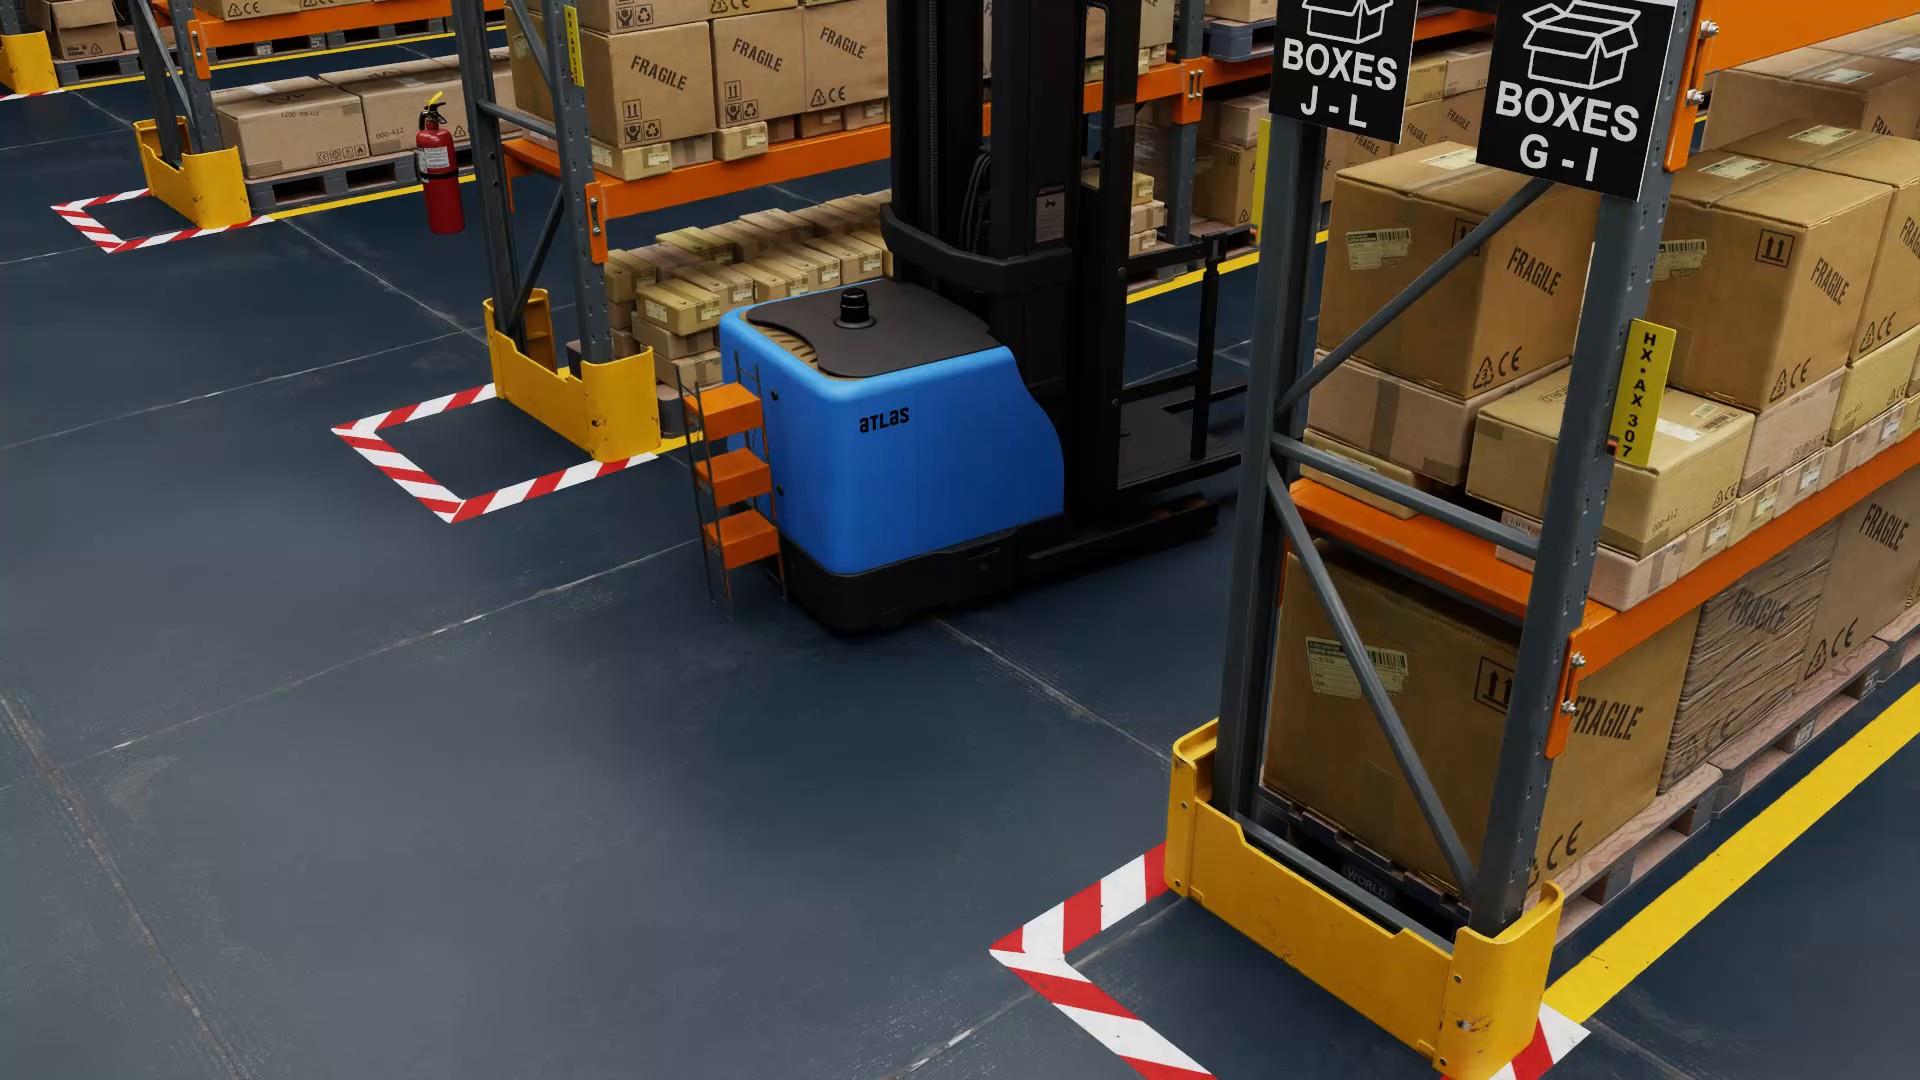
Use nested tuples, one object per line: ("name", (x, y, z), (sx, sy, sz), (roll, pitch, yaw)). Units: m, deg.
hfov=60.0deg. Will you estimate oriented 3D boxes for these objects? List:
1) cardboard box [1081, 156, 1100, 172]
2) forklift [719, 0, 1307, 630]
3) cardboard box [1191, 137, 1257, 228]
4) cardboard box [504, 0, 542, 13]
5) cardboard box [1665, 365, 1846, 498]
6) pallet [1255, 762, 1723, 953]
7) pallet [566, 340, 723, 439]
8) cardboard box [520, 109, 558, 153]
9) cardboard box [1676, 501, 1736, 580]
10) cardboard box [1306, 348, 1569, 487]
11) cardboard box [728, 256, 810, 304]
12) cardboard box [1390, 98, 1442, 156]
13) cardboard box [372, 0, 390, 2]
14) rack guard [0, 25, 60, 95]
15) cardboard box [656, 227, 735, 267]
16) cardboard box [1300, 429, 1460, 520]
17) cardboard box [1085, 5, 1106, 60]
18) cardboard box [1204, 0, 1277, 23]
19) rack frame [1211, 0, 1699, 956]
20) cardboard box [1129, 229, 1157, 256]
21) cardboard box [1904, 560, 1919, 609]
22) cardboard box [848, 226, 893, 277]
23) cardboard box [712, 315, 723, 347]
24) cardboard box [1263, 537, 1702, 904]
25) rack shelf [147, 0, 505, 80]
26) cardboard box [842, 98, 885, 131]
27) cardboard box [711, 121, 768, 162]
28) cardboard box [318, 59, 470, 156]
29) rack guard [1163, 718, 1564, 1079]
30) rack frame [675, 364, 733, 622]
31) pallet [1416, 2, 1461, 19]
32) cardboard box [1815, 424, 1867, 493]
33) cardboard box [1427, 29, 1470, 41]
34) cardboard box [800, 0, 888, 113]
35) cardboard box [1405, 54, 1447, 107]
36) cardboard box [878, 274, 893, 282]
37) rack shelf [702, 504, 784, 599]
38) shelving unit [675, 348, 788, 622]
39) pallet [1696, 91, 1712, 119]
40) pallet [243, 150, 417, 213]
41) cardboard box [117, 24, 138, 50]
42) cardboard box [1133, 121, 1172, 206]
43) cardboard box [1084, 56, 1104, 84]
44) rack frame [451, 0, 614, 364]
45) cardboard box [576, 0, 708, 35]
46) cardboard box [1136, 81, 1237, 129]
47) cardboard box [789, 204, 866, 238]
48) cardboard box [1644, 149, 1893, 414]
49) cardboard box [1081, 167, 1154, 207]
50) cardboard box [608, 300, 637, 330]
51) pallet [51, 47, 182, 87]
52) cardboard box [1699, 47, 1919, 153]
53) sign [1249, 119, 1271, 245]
("cardboard box", (0.648, -2.298, 10.316), (0.250, 0.149, 0.380), (-20, 34, -33))
("forklift", (0.532, -1.452, 6.857), (3.031, 2.935, 1.130), (-17, 32, -28))
("cardboard box", (1.779, -2.353, 10.677), (0.500, 0.500, 0.500), (-20, 34, -33))
("cardboard box", (-1.812, -2.761, 7.751), (0.500, 0.500, 0.500), (-23, 36, -36))
("cardboard box", (2.076, -0.383, 4.627), (0.500, 0.250, 0.500), (-22, 35, -35))
("pallet", (1.702, 0.851, 5.434), (1.213, 0.211, 1.003), (-22, 35, -35))
("pallet", (-1.299, -0.945, 8.794), (1.213, 0.211, 1.003), (-22, 35, -35))
("cardboard box", (-1.934, -2.006, 8.087), (0.250, 0.149, 0.380), (-22, 35, -35))
("cardboard box", (1.823, -0.065, 4.455), (0.250, 0.149, 0.380), (-22, 35, -36))
("cardboard box", (1.341, -0.415, 4.687), (0.500, 0.250, 0.500), (-23, 35, -36))
("cardboard box", (-0.973, -1.303, 8.453), (0.250, 0.149, 0.380), (-22, 35, -35))
("cardboard box", (2.968, -2.825, 11.561), (0.500, 0.500, 0.500), (-24, 36, -37))
("cardboard box", (-3.971, -4.061, 11.561), (0.500, 0.500, 0.500), (-22, 35, -35))
("rack guard", (-8.455, -4.359, 14.876), (0.348, 0.500, 1.175), (-22, 35, -35))
("cardboard box", (-1.417, -1.540, 8.896), (0.250, 0.149, 0.380), (-23, 36, -36))
("cardboard box", (1.201, -0.222, 4.750), (0.250, 0.149, 0.380), (-21, 35, -34))
("cardboard box", (0.464, -2.907, 9.085), (0.500, 0.500, 0.500), (-23, 36, -36))
("cardboard box", (1.643, -3.169, 9.819), (0.250, 0.149, 0.380), (-24, 36, -37))
("rack frame", (1.144, -0.106, 4.266), (0.127, 3.000, 1.000), (-22, 35, -35))
("cardboard box", (0.967, -1.825, 10.061), (0.250, 0.149, 0.380), (-21, 35, -34))
("cardboard box", (3.633, -0.405, 6.633), (0.875, 0.875, 0.875), (-22, 35, -35))
("cardboard box", (-0.391, -1.554, 8.923), (0.250, 0.149, 0.380), (-21, 35, -34))
("cardboard box", (-1.188, -1.106, 8.401), (0.250, 0.149, 0.380), (-22, 35, -35))
("cardboard box", (1.579, 0.421, 5.088), (0.875, 0.875, 0.875), (-22, 35, -35))
("rack shelf", (-3.766, -3.954, 12.230), (4.000, 0.370, 1.077), (-22, 35, -35))
("cardboard box", (-0.596, -2.210, 8.469), (0.250, 0.149, 0.380), (-23, 36, -36))
("cardboard box", (-1.133, -1.942, 7.968), (0.250, 0.149, 0.380), (-23, 36, -36))
("cardboard box", (-4.160, -3.235, 12.394), (0.875, 0.438, 0.875), (-21, 34, -34))
("rack guard", (1.126, 1.004, 4.841), (0.348, 0.500, 1.175), (-22, 35, -35))
("rack frame", (-0.990, -0.168, 6.450), (0.008, 1.050, 0.200), (-20, 34, -26))
("pallet", (2.608, -3.658, 11.116), (1.213, 0.211, 1.003), (-22, 35, -35))
("cardboard box", (2.409, -0.301, 4.897), (0.250, 0.149, 0.380), (-23, 36, -36))
("cardboard box", (3.406, -3.652, 12.312), (0.500, 0.250, 0.500), (-24, 36, -37))
("cardboard box", (-0.706, -2.447, 8.225), (0.500, 0.500, 0.500), (-21, 35, -34))
("cardboard box", (2.964, -3.165, 11.400), (0.500, 0.250, 0.500), (-21, 35, -34))
("cardboard box", (-0.474, -1.466, 9.073), (0.250, 0.149, 0.380), (-20, 34, -32))
("rack shelf", (-0.871, 0.045, 6.648), (0.240, 0.259, 0.215), (-20, 34, -26))
("shelving unit", (-0.887, -0.205, 6.503), (0.252, 1.050, 0.215), (-20, 34, -26))
("pallet", (5.664, -3.718, 13.984), (1.213, 0.211, 1.003), (-22, 35, -35))
("pallet", (-4.730, -2.702, 12.083), (1.213, 0.211, 1.003), (-22, 35, -35))
("cardboard box", (-7.637, -4.635, 15.320), (0.250, 0.149, 0.380), (-24, 36, -37))
("cardboard box", (1.444, -2.539, 11.024), (0.500, 0.500, 0.500), (-23, 36, -36))
("cardboard box", (0.612, -2.679, 9.347), (0.250, 0.149, 0.380), (-20, 34, -33))
("rack frame", (-1.998, -1.915, 7.652), (0.127, 3.000, 1.000), (-22, 35, -35))
("cardboard box", (-1.484, -2.574, 7.401), (0.500, 0.500, 0.500), (-22, 35, -35))
("cardboard box", (1.447, -2.871, 10.851), (0.500, 0.250, 0.500), (-23, 36, -36))
("cardboard box", (-0.738, -1.739, 9.270), (0.250, 0.149, 0.380), (-23, 36, -36))
("cardboard box", (2.065, -0.705, 4.434), (0.500, 0.500, 0.500), (-23, 36, -36))
("cardboard box", (0.943, -2.127, 9.996), (0.250, 0.149, 0.380), (-21, 34, -34))
("cardboard box", (-1.782, -1.238, 8.648), (0.250, 0.149, 0.380), (-23, 36, -36))
("pallet", (-7.849, -4.476, 15.401), (1.213, 0.211, 1.003), (-22, 35, -35))
("cardboard box", (2.884, -1.362, 5.664), (0.500, 0.500, 0.500), (-23, 36, -36))
("sign", (0.802, -0.920, 4.309), (0.005, 0.325, 0.100), (-22, 35, -35))
